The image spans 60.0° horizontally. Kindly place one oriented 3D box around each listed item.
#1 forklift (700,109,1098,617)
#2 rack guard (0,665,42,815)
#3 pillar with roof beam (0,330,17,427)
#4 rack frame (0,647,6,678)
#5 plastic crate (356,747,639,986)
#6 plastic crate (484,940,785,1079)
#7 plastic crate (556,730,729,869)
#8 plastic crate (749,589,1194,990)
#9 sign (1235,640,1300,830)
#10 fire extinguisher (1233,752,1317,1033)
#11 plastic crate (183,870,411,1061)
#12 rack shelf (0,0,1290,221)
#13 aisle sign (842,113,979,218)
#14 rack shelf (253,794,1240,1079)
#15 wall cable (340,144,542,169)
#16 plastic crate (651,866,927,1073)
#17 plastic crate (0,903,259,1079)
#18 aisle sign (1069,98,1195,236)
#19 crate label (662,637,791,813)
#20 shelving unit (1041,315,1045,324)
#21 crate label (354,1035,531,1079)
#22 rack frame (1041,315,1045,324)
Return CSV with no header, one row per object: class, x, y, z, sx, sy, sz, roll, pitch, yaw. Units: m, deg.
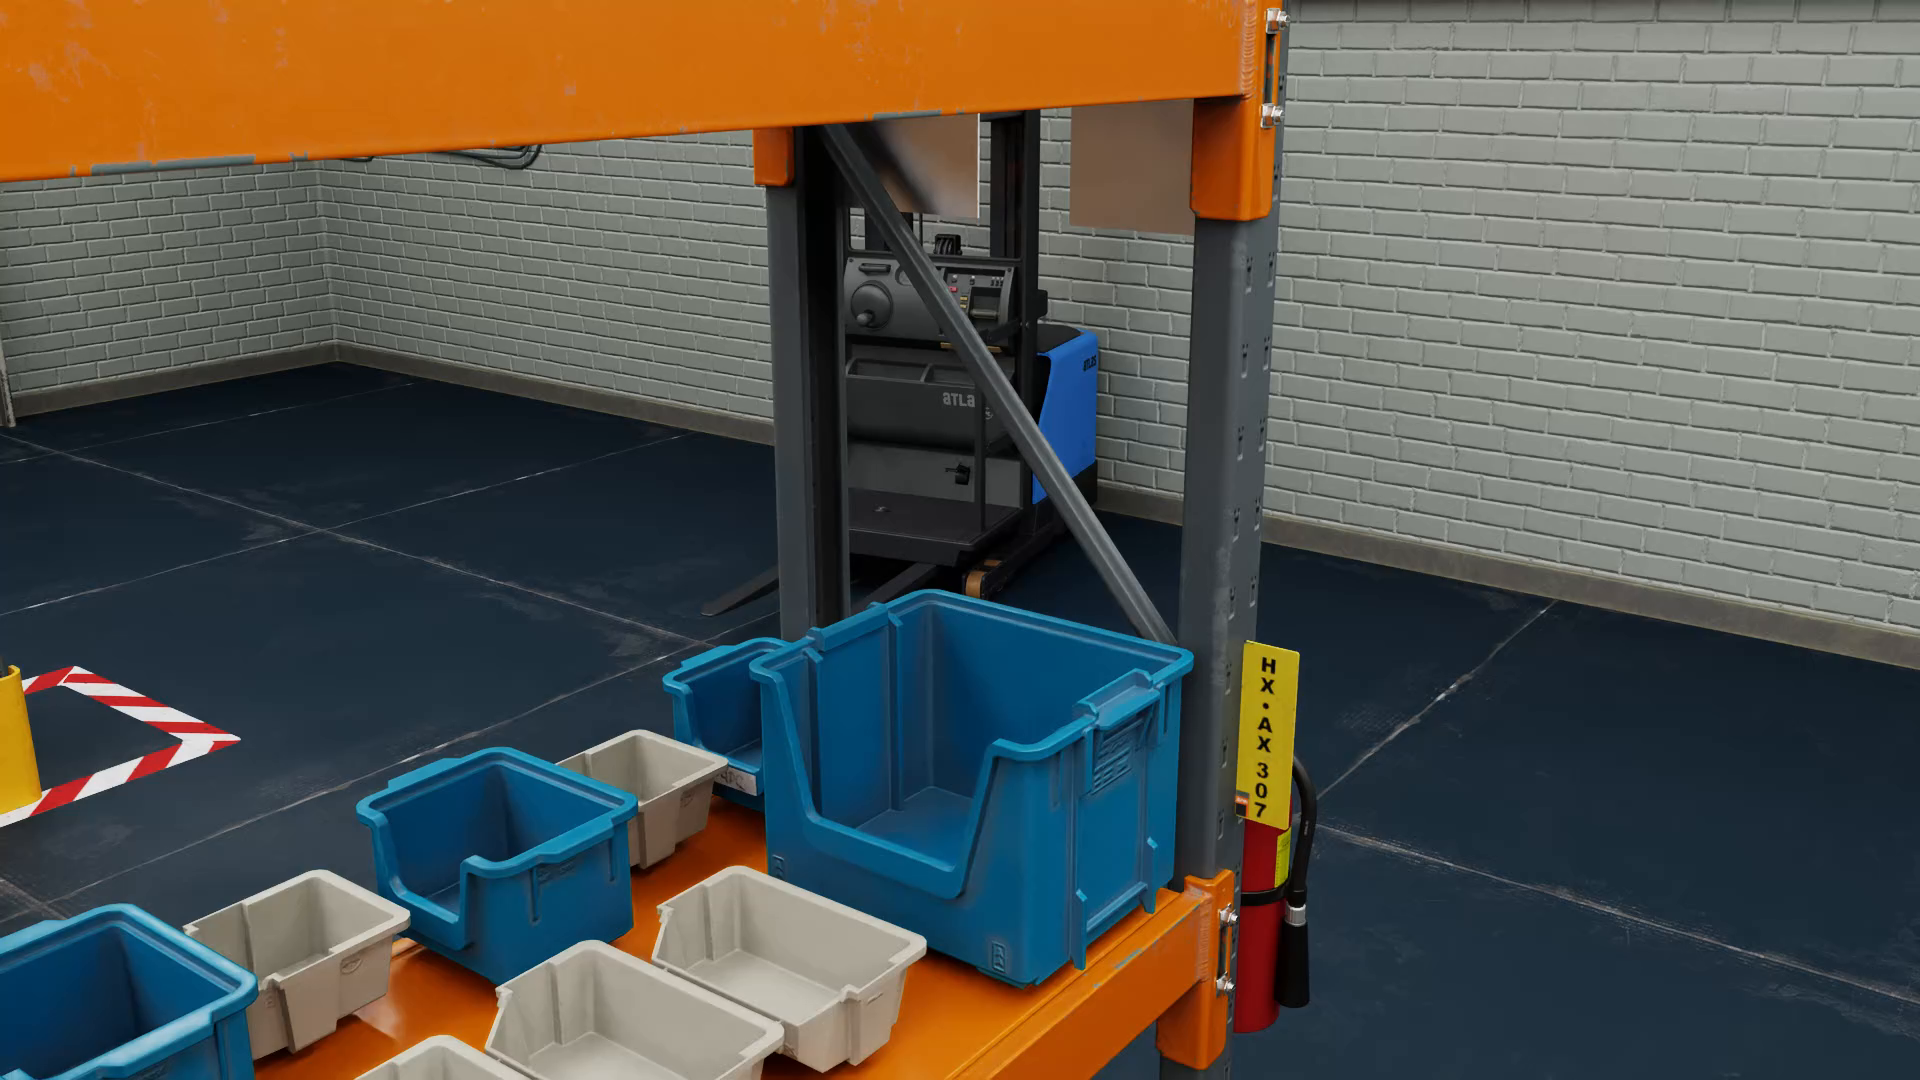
forklift,-0.251,-1.229,8.258,1.130,2.935,3.031,7,19,22
rack guard,-3.950,0.654,6.294,1.175,0.500,0.348,12,21,35
pillar with roof beam,-3.514,-4.332,8.021,9.100,9.000,0.400,12,21,35
rack frame,-3.905,-0.558,5.981,1.000,3.000,0.127,12,21,35
plastic crate,-0.733,0.527,2.669,0.416,0.233,0.300,12,21,35
plastic crate,-0.454,0.709,2.247,0.396,0.136,0.243,12,21,35
plastic crate,-0.598,0.478,2.989,0.250,0.136,0.298,12,21,35
plastic crate,0.021,0.386,2.783,0.616,0.435,0.499,12,21,35
sign,0.522,0.334,2.835,0.100,0.325,0.005,12,21,35
fire extinguisher,0.526,0.578,3.084,0.296,0.674,0.183,12,21,35
plastic crate,-1.003,0.640,2.469,0.250,0.136,0.298,12,21,35
rack shelf,-1.121,-0.294,1.288,1.077,0.370,4.000,12,21,35
aisle sign,-0.125,-0.992,2.998,0.394,0.787,0.004,12,21,35
rack shelf,-1.121,1.139,1.732,1.077,0.370,4.000,12,21,35
wall cable,-4.229,-4.098,12.503,3.097,2.526,0.112,12,21,35
plastic crate,-0.270,0.642,2.462,0.396,0.136,0.243,12,21,35
plastic crate,-1.125,0.684,2.164,0.416,0.233,0.300,12,21,35
aisle sign,0.349,-0.888,2.663,0.394,0.787,0.004,12,21,35
crate label,-0.341,0.371,3.174,0.416,0.233,0.303,12,21,35
shelving unit,0.351,-0.817,9.891,0.258,1.200,0.189,11,19,35
crate label,-0.600,0.779,2.020,0.396,0.136,0.243,12,21,35
rack frame,0.406,-0.838,9.962,0.240,1.200,0.006,11,19,35
